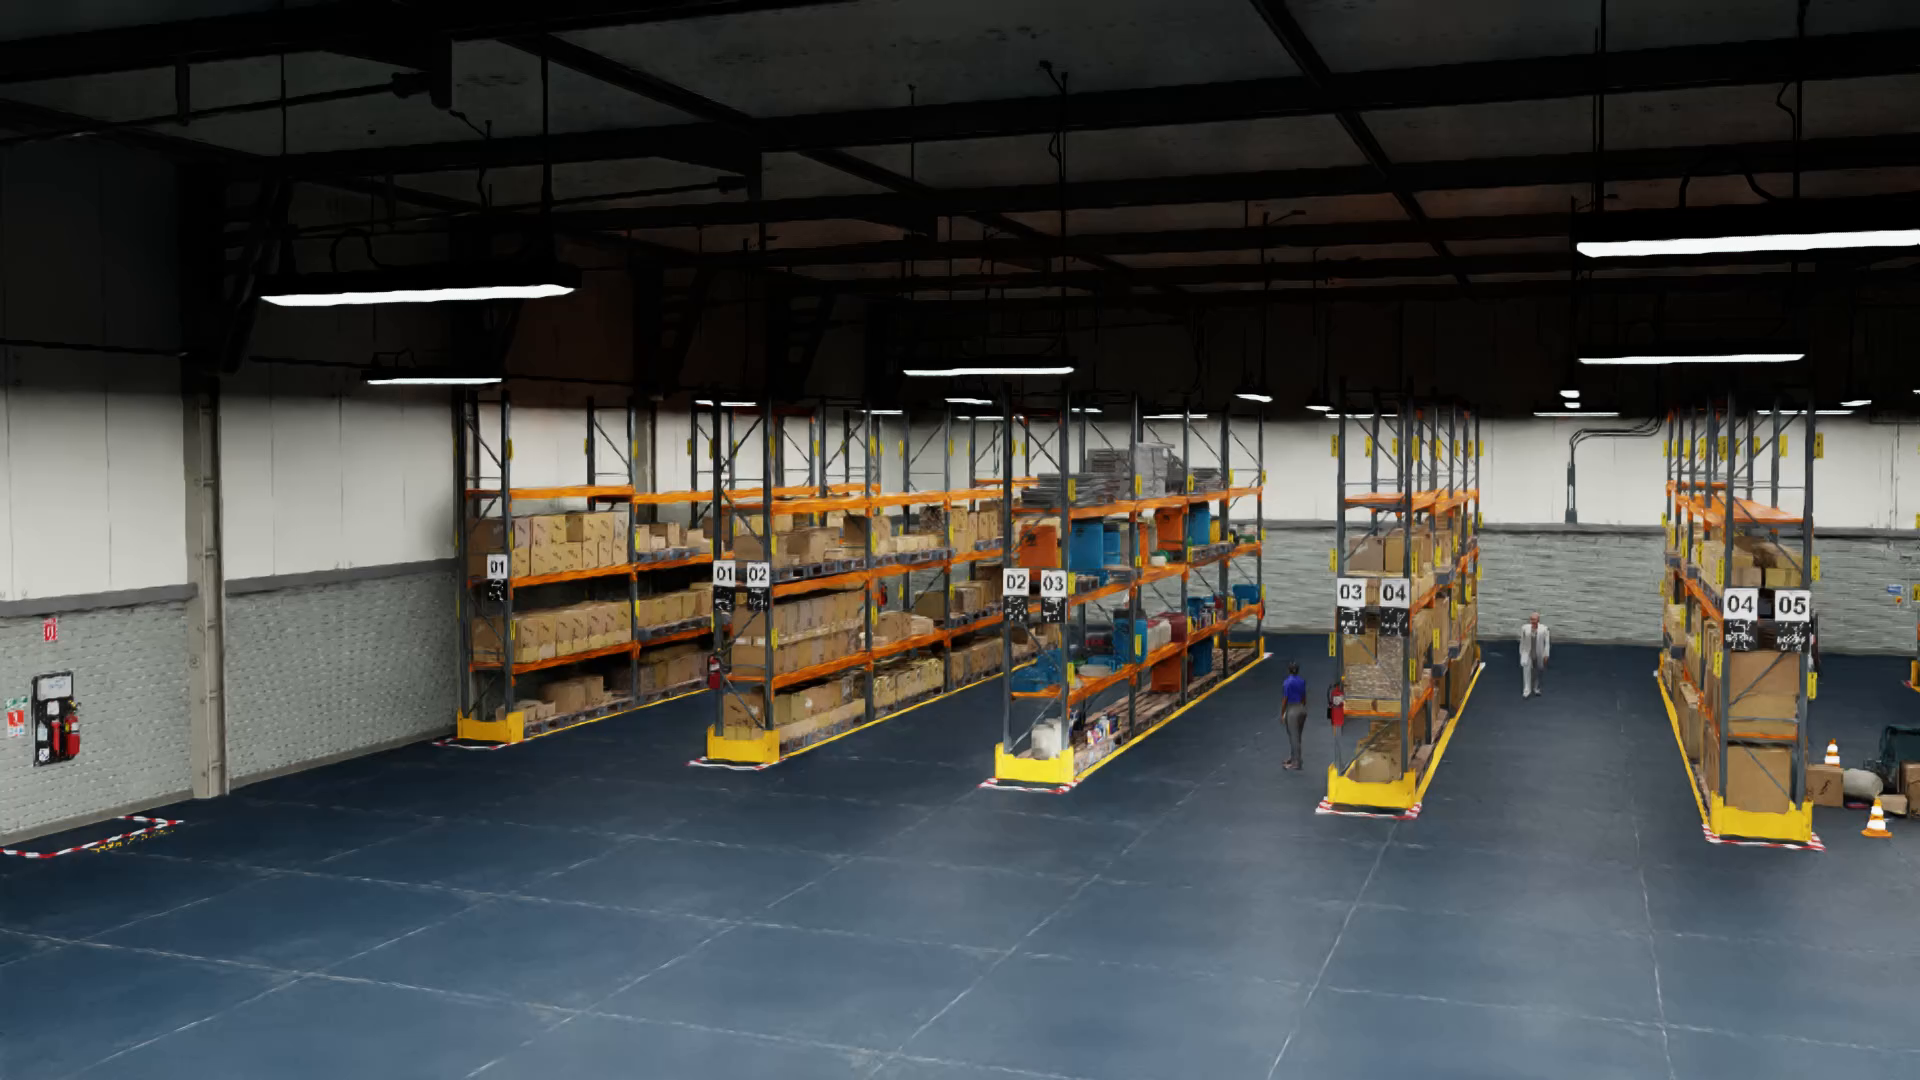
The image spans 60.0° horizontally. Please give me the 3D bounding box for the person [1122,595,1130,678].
[{"bbox_3d":[3.680,2.096,36.231,0.442,1.792,0.606,-1,3,-11],"label":"person"}]

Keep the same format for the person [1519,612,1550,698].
[{"bbox_3d":[11.527,2.299,33.373,0.588,1.694,1.193,1,3,19],"label":"person"}]

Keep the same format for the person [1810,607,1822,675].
[{"bbox_3d":[18.679,2.137,36.620,0.571,1.716,0.578,-1,3,-14],"label":"person"}]

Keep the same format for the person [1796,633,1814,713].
[{"bbox_3d":[15.869,2.359,31.505,0.616,1.785,0.493,-3,4,-39],"label":"person"}]

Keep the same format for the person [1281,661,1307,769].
[{"bbox_3d":[5.222,2.724,26.096,0.573,1.653,0.551,-3,4,-40],"label":"person"}]
